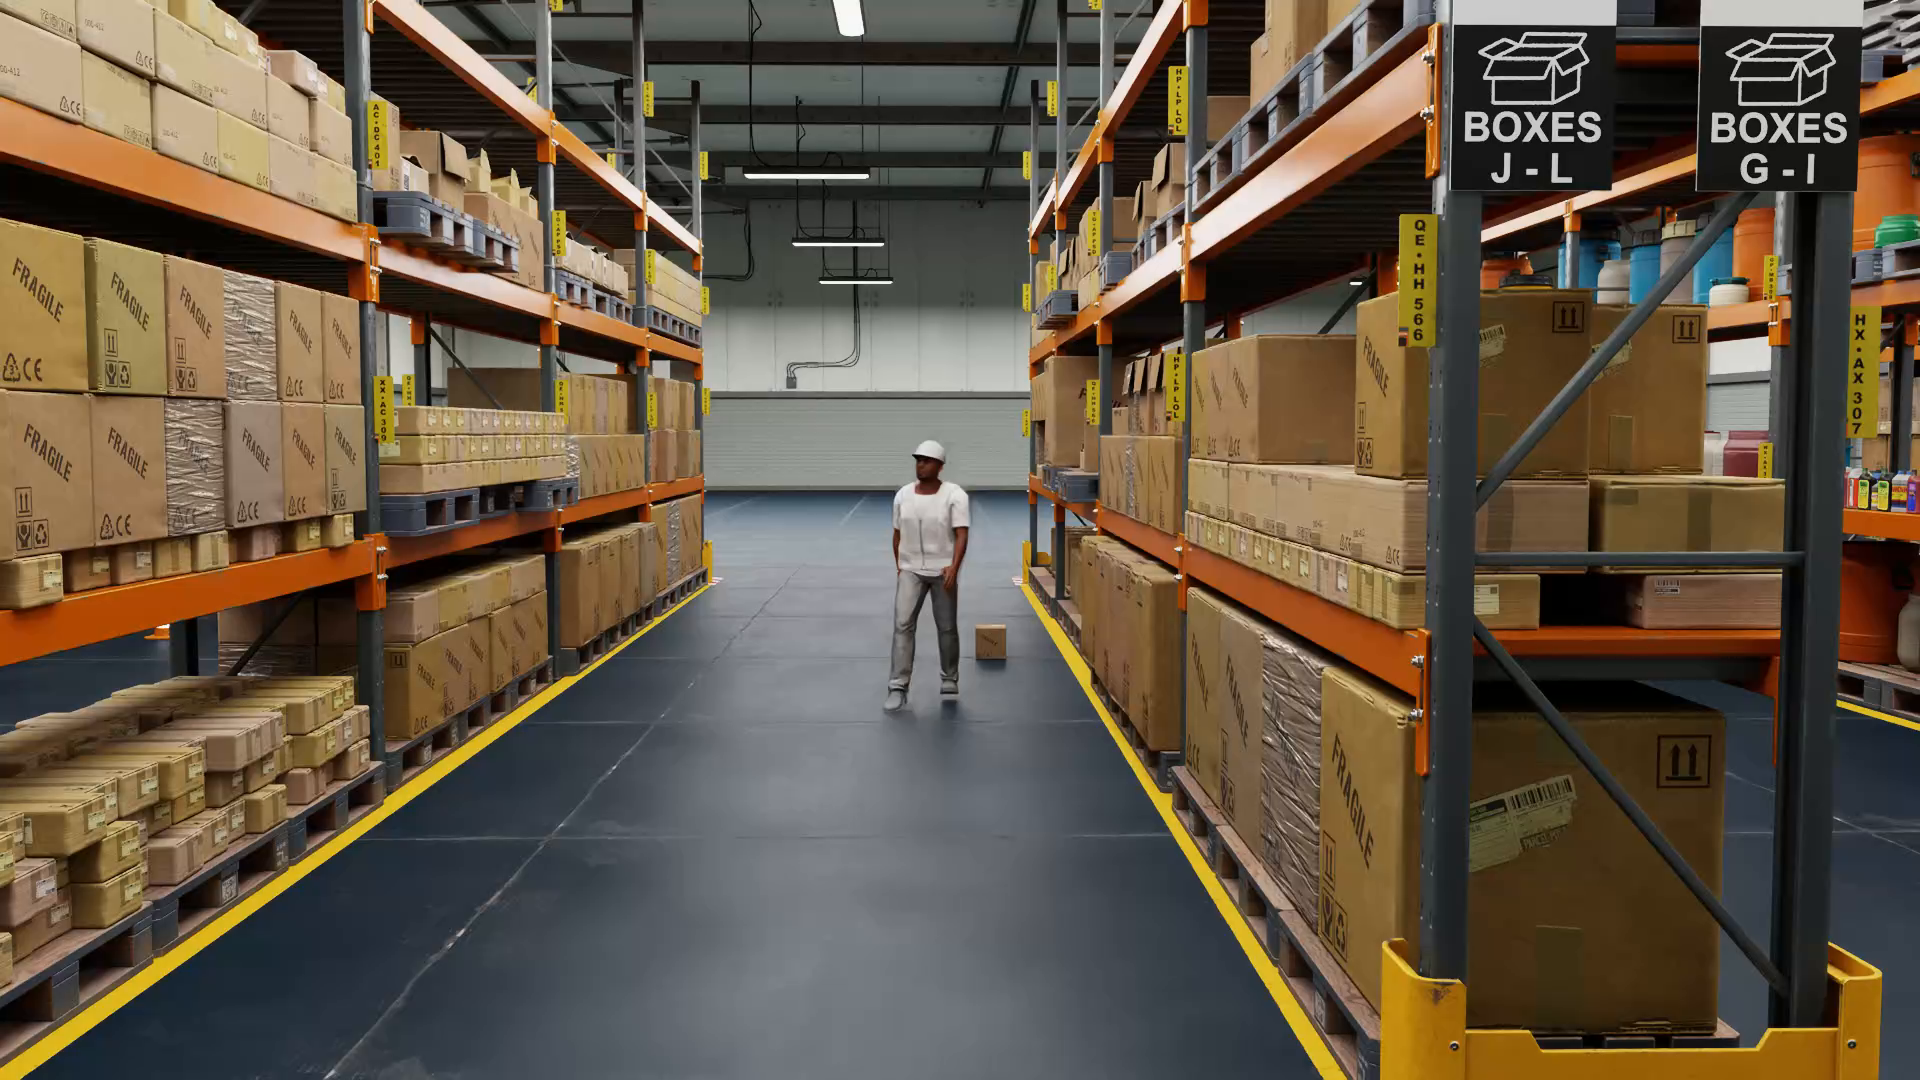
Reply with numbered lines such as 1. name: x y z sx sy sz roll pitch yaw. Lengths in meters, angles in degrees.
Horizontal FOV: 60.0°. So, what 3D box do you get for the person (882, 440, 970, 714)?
1. person: -0.220 0.217 11.019 0.568 1.750 0.922 1 4 13
